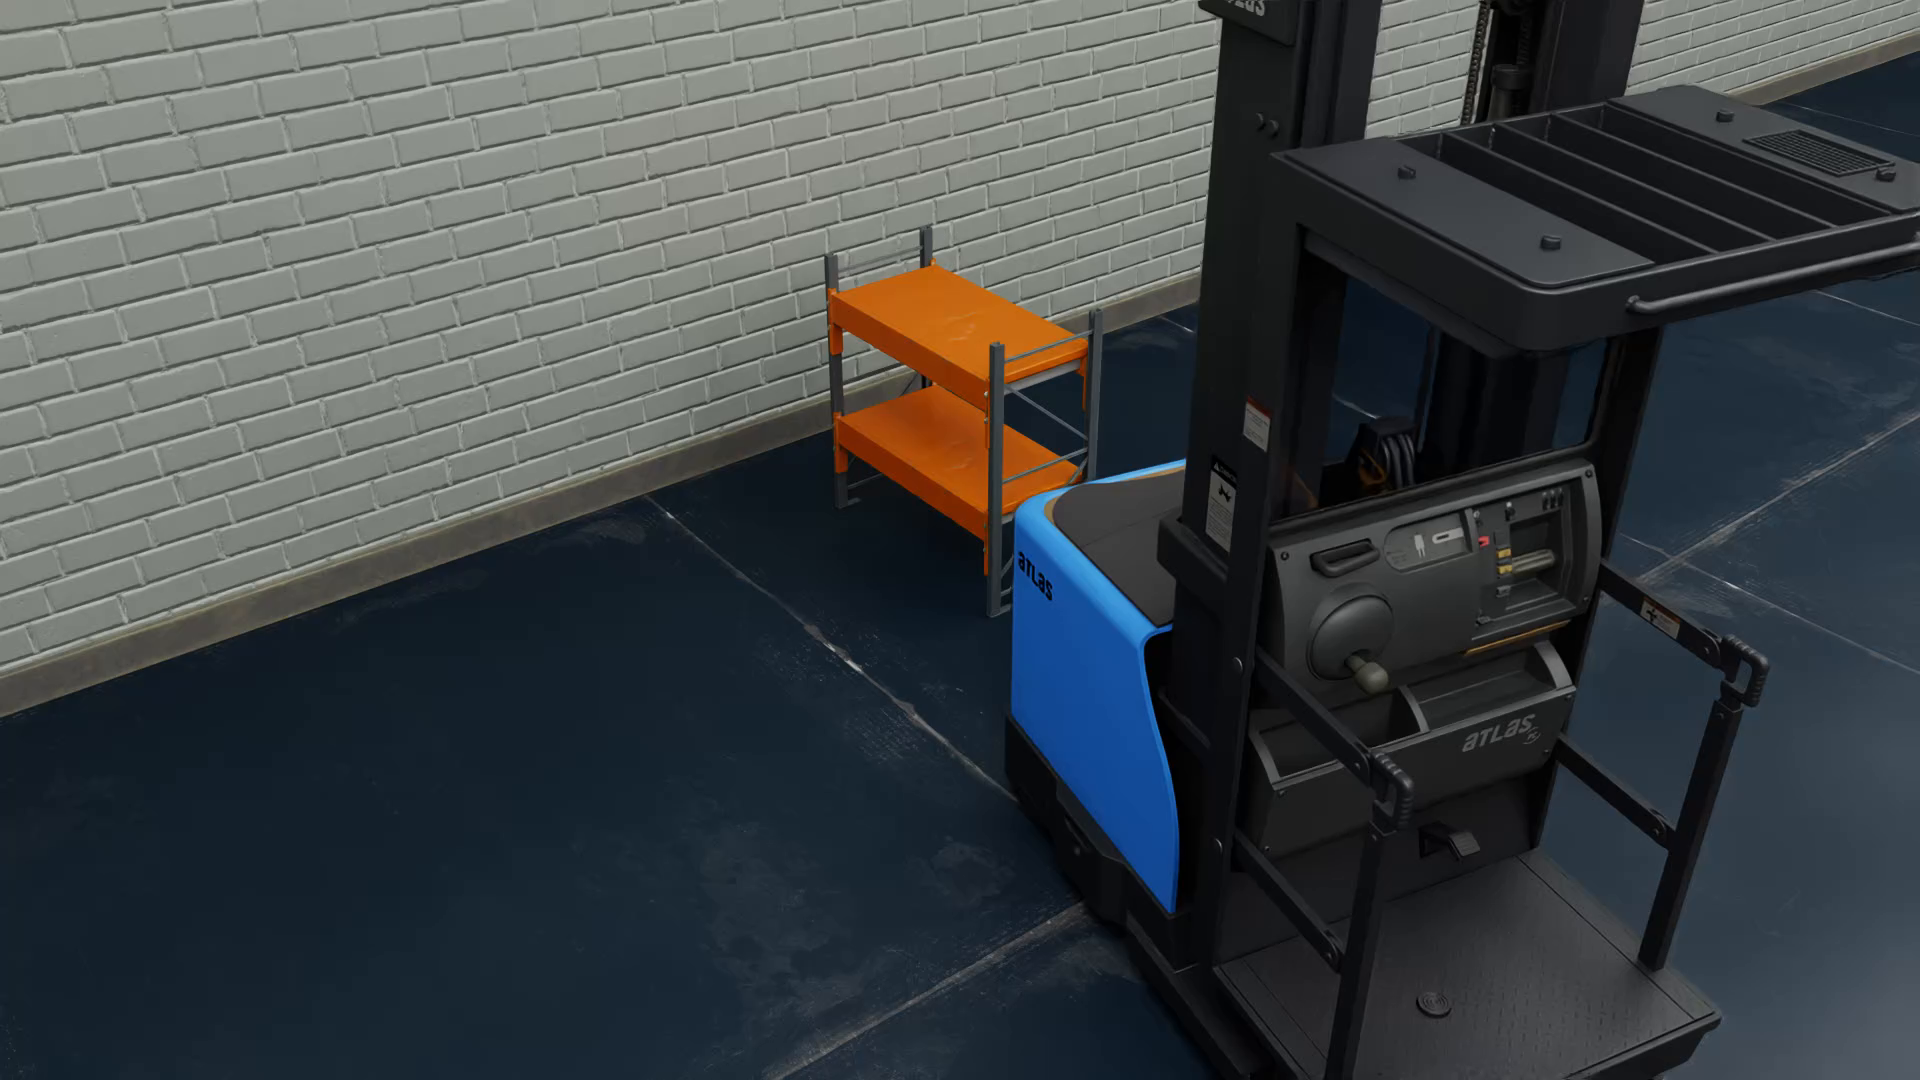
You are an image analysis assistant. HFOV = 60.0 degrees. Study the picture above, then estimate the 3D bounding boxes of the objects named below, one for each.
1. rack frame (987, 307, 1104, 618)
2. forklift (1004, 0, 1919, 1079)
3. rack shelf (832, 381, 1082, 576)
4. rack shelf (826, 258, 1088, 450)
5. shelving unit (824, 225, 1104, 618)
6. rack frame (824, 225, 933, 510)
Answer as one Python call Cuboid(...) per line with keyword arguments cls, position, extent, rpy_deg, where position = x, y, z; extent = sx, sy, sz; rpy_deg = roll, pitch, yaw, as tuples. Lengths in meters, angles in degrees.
Cuboid(cls="rack frame", position=(0.308, -0.269, 6.117), extent=(0.500, 1.125, 0.032), rpy_deg=(-22, 38, -31))
Cuboid(cls="forklift", position=(1.226, 0.140, 3.747), extent=(1.130, 2.935, 3.031), rpy_deg=(-14, 34, -21))
Cuboid(cls="rack shelf", position=(-0.004, -0.273, 6.587), extent=(0.538, 0.278, 1.000), rpy_deg=(-22, 38, -31))
Cuboid(cls="rack shelf", position=(-0.004, -0.729, 6.303), extent=(0.538, 0.278, 1.000), rpy_deg=(-22, 38, -31))
Cuboid(cls="shelving unit", position=(-0.004, -0.481, 6.458), extent=(0.538, 1.125, 1.048), rpy_deg=(-22, 38, -31))
Cuboid(cls="rack frame", position=(-0.316, -0.693, 6.799), extent=(0.500, 1.125, 0.032), rpy_deg=(-22, 38, -31))
